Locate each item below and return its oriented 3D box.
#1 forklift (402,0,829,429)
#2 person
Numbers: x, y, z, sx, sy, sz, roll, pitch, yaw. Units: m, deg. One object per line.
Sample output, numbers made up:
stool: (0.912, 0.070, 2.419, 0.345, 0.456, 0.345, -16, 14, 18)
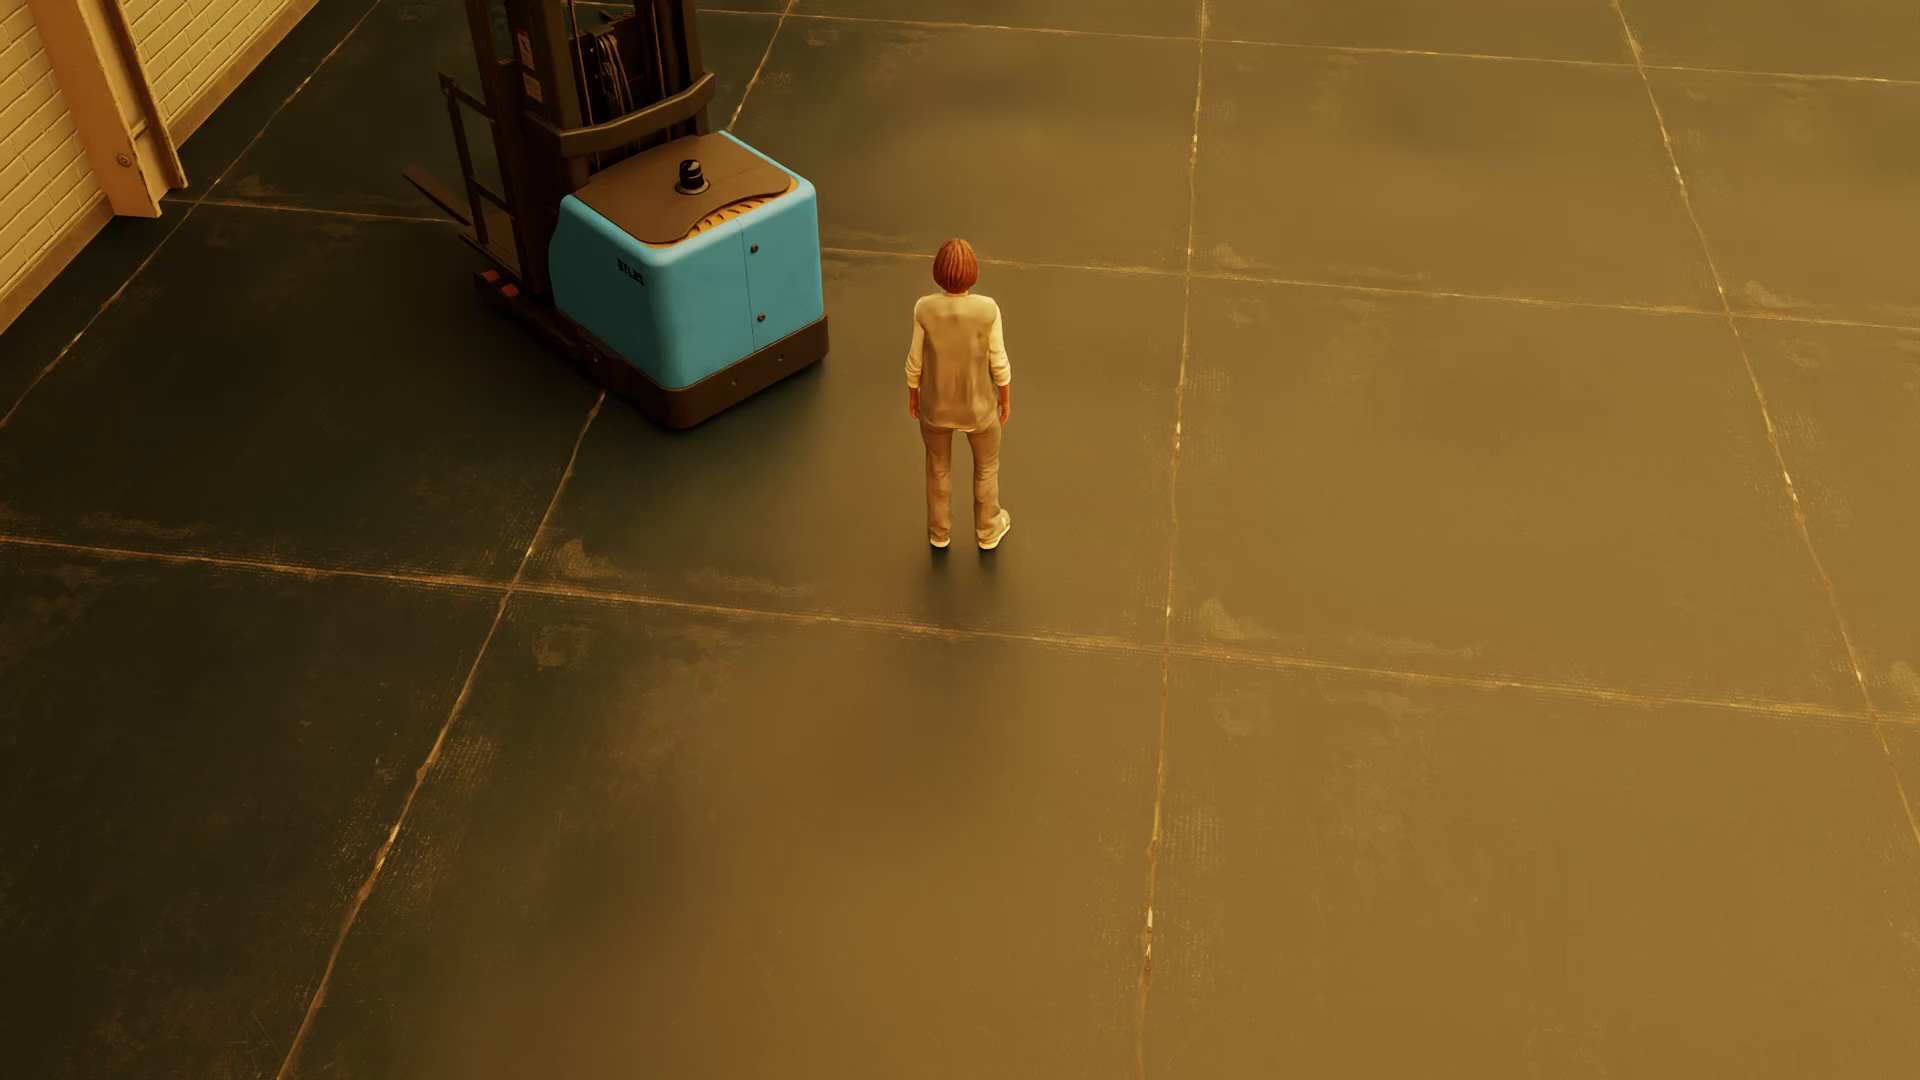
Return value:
forklift: (-2.074, -2.548, 8.498, 1.130, 2.935, 3.031, -32, 52, -30)
person: (-0.003, -0.601, 7.368, 0.467, 1.592, 0.344, 4, 43, 4)
